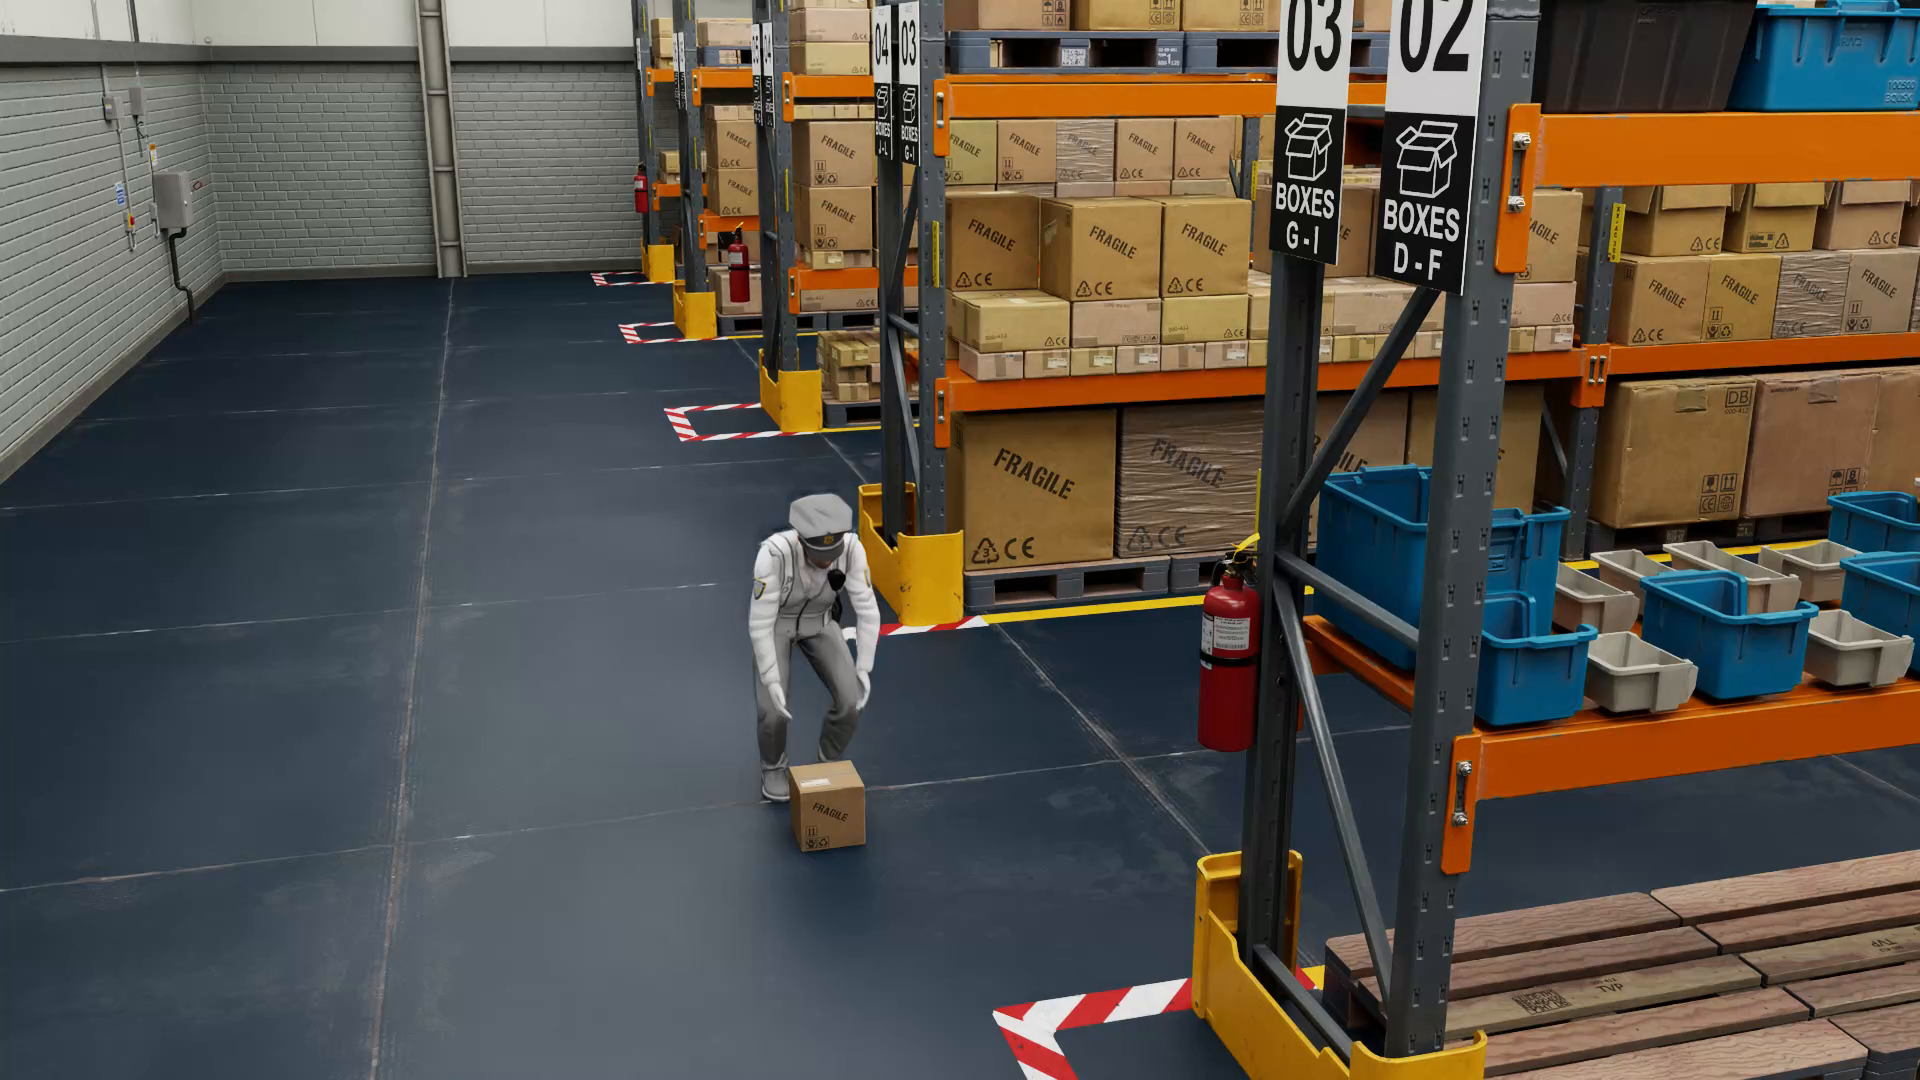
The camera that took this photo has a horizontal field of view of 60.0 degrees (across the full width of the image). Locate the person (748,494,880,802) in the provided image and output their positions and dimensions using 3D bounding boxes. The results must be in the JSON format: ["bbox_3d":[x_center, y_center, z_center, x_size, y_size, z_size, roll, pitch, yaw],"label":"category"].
[{"bbox_3d":[-0.598,0.418,6.717,0.534,1.320,0.739,-4,17,-15],"label":"person"}]
